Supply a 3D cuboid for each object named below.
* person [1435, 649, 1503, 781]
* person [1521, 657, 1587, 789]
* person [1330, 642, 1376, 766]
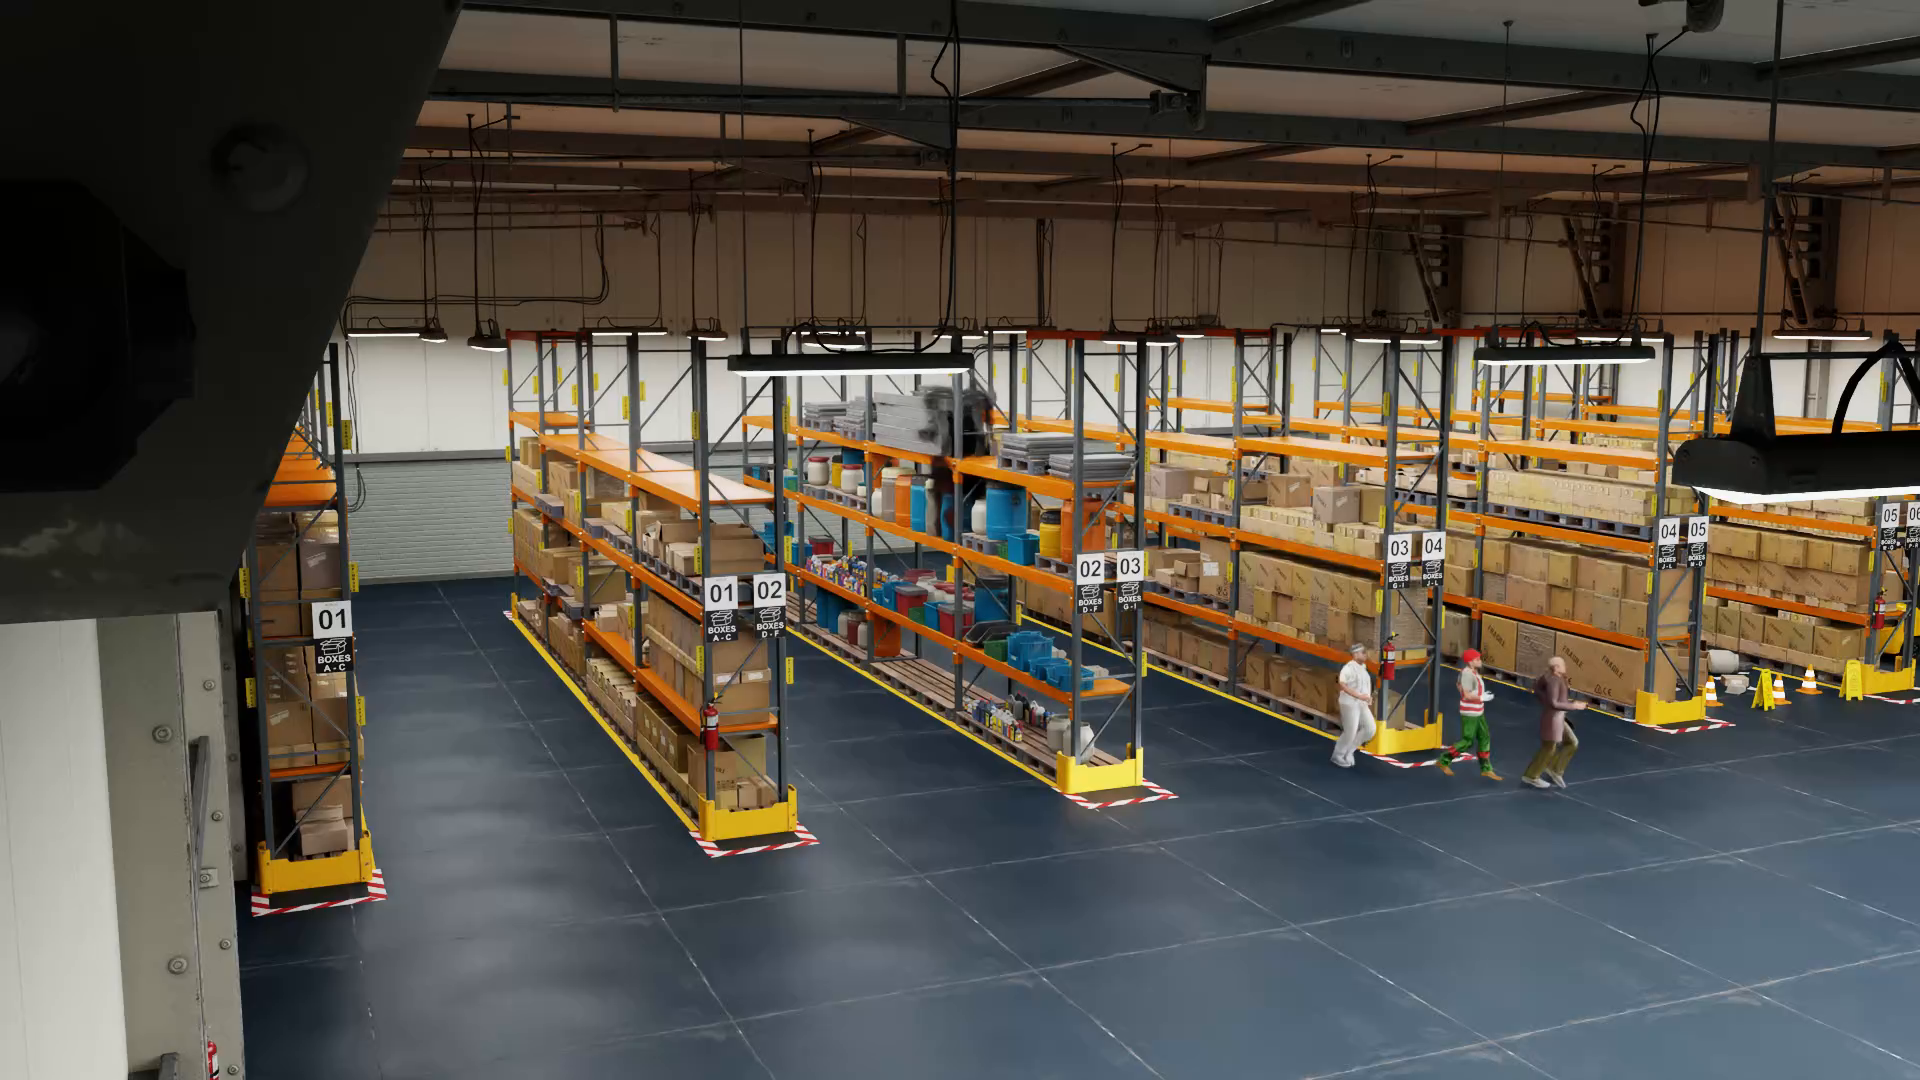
[{"bbox_3d":[6.935,2.372,22.550,0.879,1.803,0.660,4,9,24],"label":"person"},{"bbox_3d":[7.958,2.444,22.240,0.777,1.792,0.677,3,8,23],"label":"person"},{"bbox_3d":[5.579,2.304,23.328,0.590,1.746,0.712,7,11,43],"label":"person"}]
